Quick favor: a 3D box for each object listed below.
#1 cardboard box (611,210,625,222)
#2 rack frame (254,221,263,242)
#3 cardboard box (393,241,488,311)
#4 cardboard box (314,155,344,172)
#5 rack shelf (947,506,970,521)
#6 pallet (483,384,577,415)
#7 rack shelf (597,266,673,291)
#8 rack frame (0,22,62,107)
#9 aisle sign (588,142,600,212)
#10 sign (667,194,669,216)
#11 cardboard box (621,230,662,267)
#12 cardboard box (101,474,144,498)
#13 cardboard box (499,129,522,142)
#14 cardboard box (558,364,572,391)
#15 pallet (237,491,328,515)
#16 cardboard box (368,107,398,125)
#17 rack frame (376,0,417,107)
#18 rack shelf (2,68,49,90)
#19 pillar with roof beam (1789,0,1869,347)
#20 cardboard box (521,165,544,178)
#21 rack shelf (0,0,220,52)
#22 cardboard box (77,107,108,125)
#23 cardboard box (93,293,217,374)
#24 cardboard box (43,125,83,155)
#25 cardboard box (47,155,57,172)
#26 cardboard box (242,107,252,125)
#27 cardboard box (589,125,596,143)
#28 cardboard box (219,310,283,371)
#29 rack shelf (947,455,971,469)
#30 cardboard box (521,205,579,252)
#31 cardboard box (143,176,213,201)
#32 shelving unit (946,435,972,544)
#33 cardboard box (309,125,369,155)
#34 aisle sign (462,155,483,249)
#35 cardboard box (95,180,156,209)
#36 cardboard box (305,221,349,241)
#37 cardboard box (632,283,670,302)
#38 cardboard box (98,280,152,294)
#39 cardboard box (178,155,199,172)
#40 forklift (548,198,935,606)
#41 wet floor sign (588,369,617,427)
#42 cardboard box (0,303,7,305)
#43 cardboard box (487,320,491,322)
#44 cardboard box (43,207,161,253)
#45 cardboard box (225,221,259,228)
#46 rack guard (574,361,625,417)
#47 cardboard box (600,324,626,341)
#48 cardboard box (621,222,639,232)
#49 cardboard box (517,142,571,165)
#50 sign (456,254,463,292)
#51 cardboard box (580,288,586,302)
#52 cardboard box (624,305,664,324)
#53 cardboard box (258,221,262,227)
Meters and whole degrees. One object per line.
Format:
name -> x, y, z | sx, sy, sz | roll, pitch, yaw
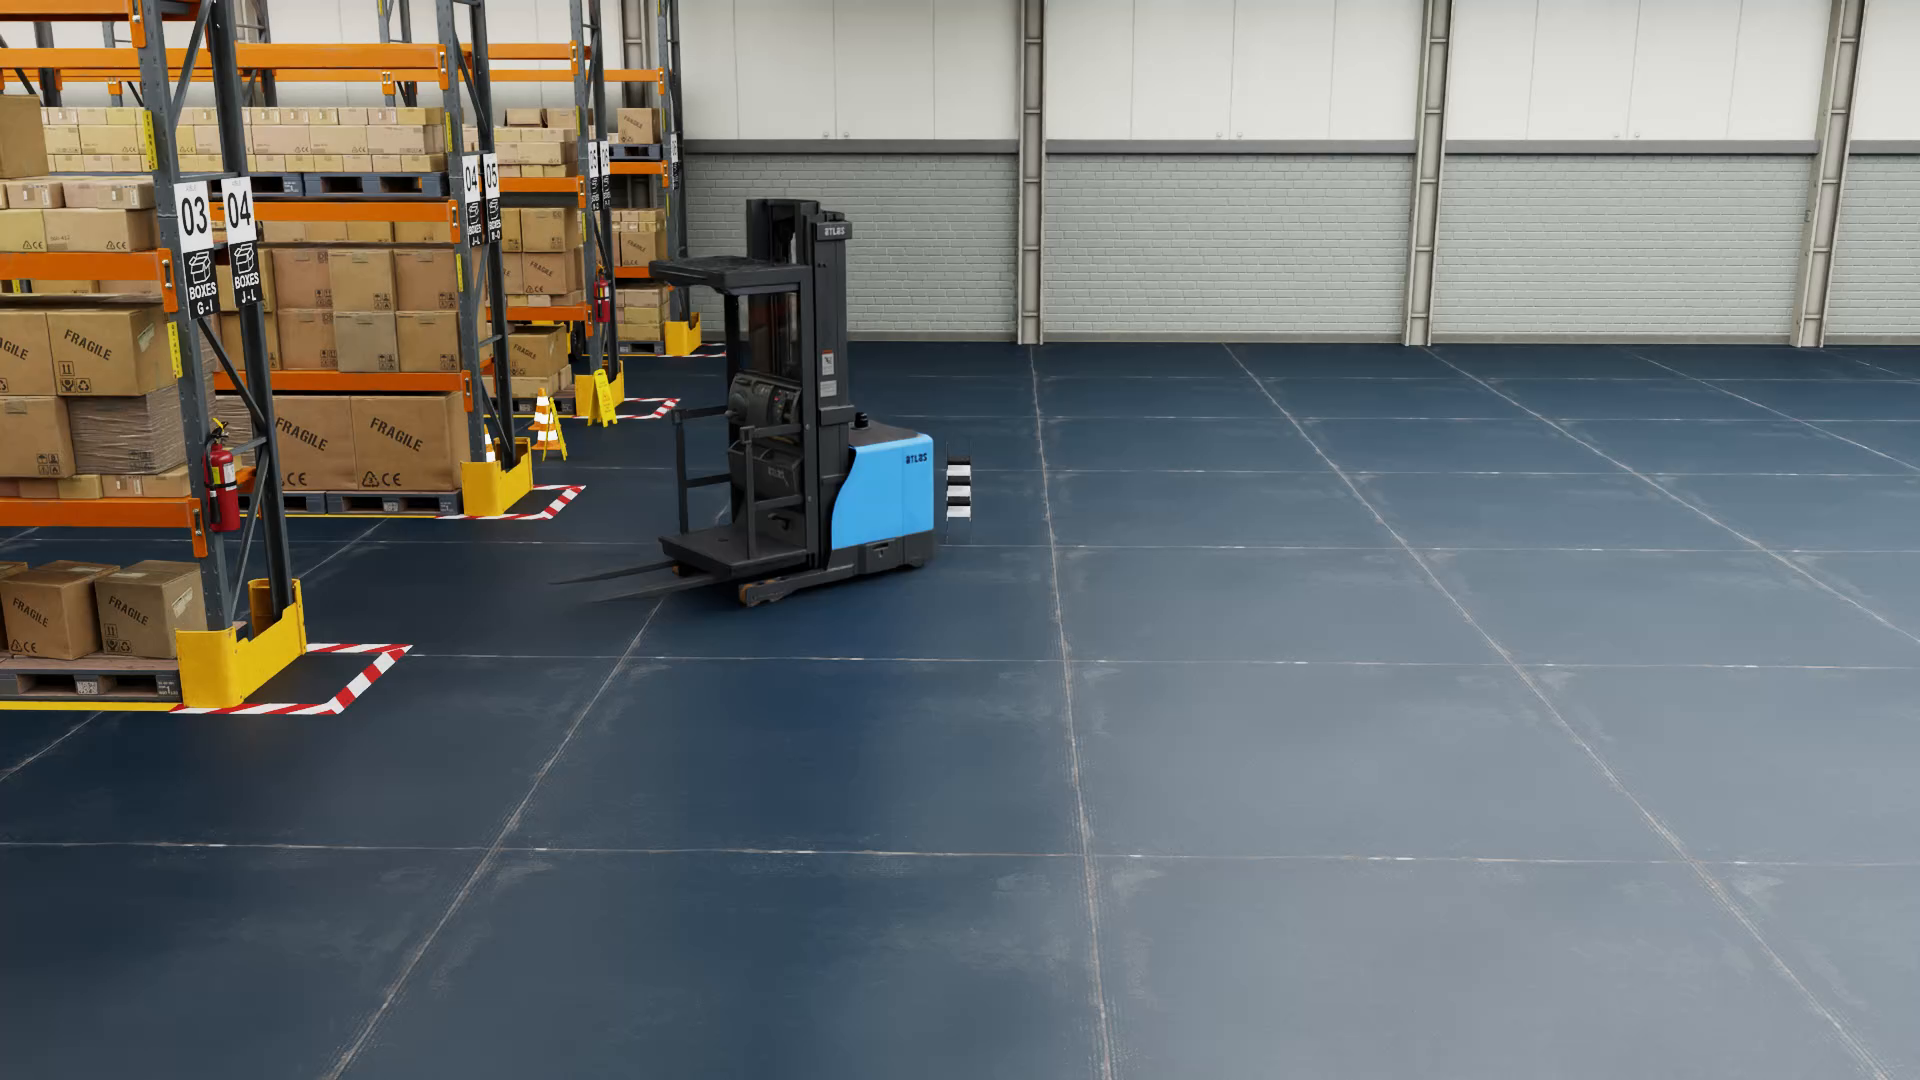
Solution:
cardboard box -> -5.099, -4.787, 24.552 | 0.250, 0.149, 0.380 | 1, 15, 3
rack frame -> -8.348, -3.104, 20.225 | 0.127, 3.000, 1.000 | 0, 15, 1
cardboard box -> -4.744, -2.422, 15.228 | 0.550, 0.550, 0.875 | 0, 15, 1
cardboard box -> -5.477, -3.316, 14.622 | 0.250, 0.149, 0.380 | 1, 15, 2
rack shelf -> -0.008, -0.229, 14.280 | 0.200, 0.077, 0.258 | 0, 15, 1
pallet -> -5.236, -1.744, 20.538 | 1.213, 0.211, 1.003 | 0, 15, 1
rack shelf -> -6.225, -4.009, 25.065 | 4.000, 0.370, 1.077 | 0, 15, 1
rack frame -> -8.373, -4.742, 14.672 | 0.127, 3.000, 1.000 | 0, 15, 1
aisle sign -> -4.294, -4.260, 19.512 | 0.004, 0.787, 0.394 | 0, 15, 1
sign -> -4.254, -4.880, 24.222 | 0.005, 0.325, 0.100 | 0, 15, 1
cardboard box -> -4.725, -4.328, 24.669 | 0.500, 0.500, 0.500 | 0, 15, 0
cardboard box -> -5.142, -0.380, 10.393 | 0.250, 0.149, 0.380 | 0, 15, 1
cardboard box -> -5.207, -4.728, 19.429 | 0.250, 0.149, 0.380 | 0, 15, 1
cardboard box -> -5.148, -2.027, 20.710 | 0.500, 0.250, 0.500 | 0, 15, 1
pallet -> -6.392, -0.460, 15.671 | 1.213, 0.211, 1.003 | 0, 15, 1
cardboard box -> -4.969, -3.698, 14.508 | 0.250, 0.149, 0.380 | 0, 15, 2
rack frame -> -8.225, -7.270, 24.257 | 0.127, 3.000, 1.000 | 0, 15, 1
rack shelf -> -10.372, -4.213, 14.864 | 4.000, 0.370, 1.077 | 0, 15, 1
pillar with roof beam -> 12.985, -6.264, 20.441 | 0.400, 9.000, 9.100 | 0, 15, 1
cardboard box -> -4.962, -4.331, 19.488 | 0.250, 0.149, 0.380 | 0, 15, 2
rack shelf -> -6.601, -3.115, 9.923 | 4.000, 0.370, 1.077 | 0, 15, 1
cardboard box -> -7.510, -3.715, 14.570 | 0.250, 0.149, 0.380 | 0, 15, 1
cardboard box -> -5.145, -1.299, 10.646 | 0.500, 0.500, 0.500 | 0, 15, 1
cardboard box -> -7.891, -3.539, 14.687 | 0.500, 0.250, 0.500 | 0, 15, 2
cardboard box -> -8.018, -3.332, 14.683 | 0.250, 0.149, 0.380 | 0, 15, 1
cardboard box -> -6.245, -3.706, 14.538 | 0.250, 0.149, 0.380 | 0, 15, 2
cardboard box -> -5.316, -5.910, 24.225 | 0.258, 0.266, 0.396 | 0, 15, 2
cardboard box -> -6.384, -1.905, 15.386 | 0.500, 0.550, 0.875 | 0, 15, 1
rack shelf -> -0.008, -0.664, 14.165 | 0.200, 0.077, 0.258 | 0, 15, 1
cardboard box -> -4.865, -3.701, 19.749 | 0.500, 0.500, 0.700 | 0, 15, 0
cardboard box -> -4.871, -2.182, 10.363 | 0.250, 0.149, 0.380 | 0, 15, 1
shelving unit -> -0.008, -0.435, 14.225 | 0.210, 0.900, 0.258 | 0, 15, 1
cardboard box -> -5.371, -3.523, 14.626 | 0.500, 0.250, 0.500 | 0, 15, 2
aisle sign -> -4.311, -2.995, 14.715 | 0.004, 0.787, 0.394 | 0, 15, 1
cardboard box -> -4.888, -2.043, 9.838 | 0.250, 0.149, 0.380 | 0, 15, 1
cardboard box -> -7.403, -3.712, 19.792 | 0.500, 0.500, 0.700 | 0, 15, 2
cardboard box -> -4.702, -3.752, 25.288 | 0.500, 0.250, 0.500 | 0, 15, 1
cardboard box -> -7.452, -2.450, 15.337 | 0.550, 0.550, 0.875 | 0, 15, 1
cardboard box -> -6.745, -3.324, 14.653 | 0.250, 0.149, 0.380 | 0, 15, 1
forklift -> -1.663, -1.071, 12.653 | 3.031, 2.935, 1.130 | -12, 19, -38
wet floor sign -> -4.186, -1.665, 19.387 | 0.232, 0.644, 0.267 | 6, 16, 21
cardboard box -> -6.158, -1.172, 10.165 | 0.500, 0.500, 0.500 | 0, 15, 1
cardboard box -> -5.776, -2.554, 19.966 | 0.250, 0.149, 0.380 | 1, 15, 2
cardboard box -> -5.091, -1.867, 9.950 | 0.500, 0.250, 0.500 | 1, 15, 3
cardboard box -> -8.809, -3.906, 20.391 | 0.250, 0.149, 0.380 | 0, 15, 1
rack guard -> -4.425, -1.870, 20.447 | 0.348, 0.500, 1.175 | 0, 15, 1
cardboard box -> -5.201, -3.145, 24.949 | 0.500, 0.250, 0.500 | 0, 15, 1
cardboard box -> -4.836, -4.631, 24.544 | 0.250, 0.149, 0.380 | 1, 15, 2
cardboard box -> -4.867, -4.534, 19.477 | 0.500, 0.250, 0.500 | 0, 15, 1
sign -> -4.402, -2.351, 14.637 | 0.005, 0.325, 0.100 | 0, 15, 1
cardboard box -> -4.683, -3.011, 20.366 | 0.250, 0.149, 0.380 | 0, 15, 2
cardboard box -> -4.720, -3.382, 24.867 | 0.500, 0.250, 0.500 | 0, 15, 1
cardboard box -> -10.359, -4.698, 24.799 | 0.250, 0.149, 0.380 | 0, 15, 1
